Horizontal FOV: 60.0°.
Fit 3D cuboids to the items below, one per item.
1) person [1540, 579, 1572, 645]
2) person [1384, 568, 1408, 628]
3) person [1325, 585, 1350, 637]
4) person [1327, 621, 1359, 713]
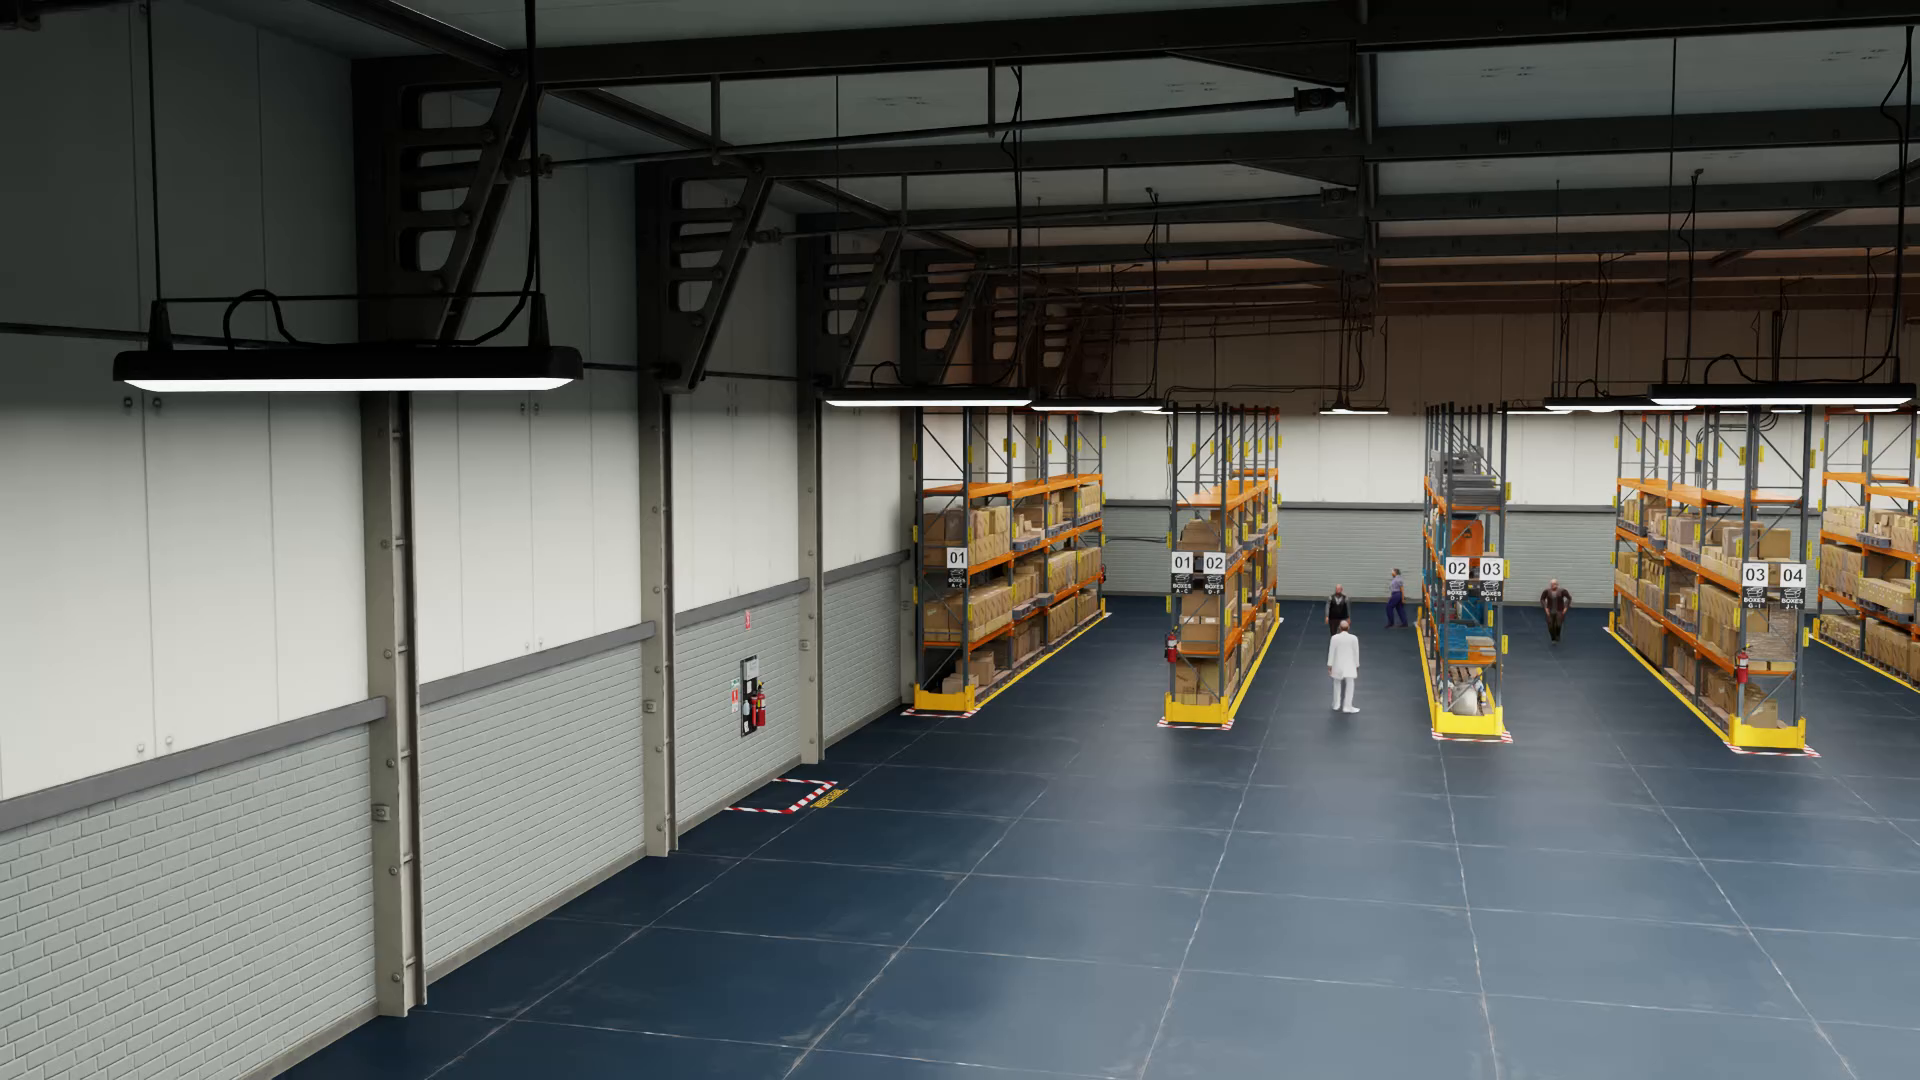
[{"bbox_3d":[14.968,1.806,41.784,0.752,1.683,0.653,2,5,22],"label":"person"},{"bbox_3d":[11.856,1.579,45.112,0.622,1.623,0.530,2,5,24],"label":"person"},{"bbox_3d":[9.134,1.916,40.192,0.603,1.669,1.084,1,4,11],"label":"person"},{"bbox_3d":[7.469,2.454,32.382,0.625,1.776,0.834,1,4,15],"label":"person"}]
